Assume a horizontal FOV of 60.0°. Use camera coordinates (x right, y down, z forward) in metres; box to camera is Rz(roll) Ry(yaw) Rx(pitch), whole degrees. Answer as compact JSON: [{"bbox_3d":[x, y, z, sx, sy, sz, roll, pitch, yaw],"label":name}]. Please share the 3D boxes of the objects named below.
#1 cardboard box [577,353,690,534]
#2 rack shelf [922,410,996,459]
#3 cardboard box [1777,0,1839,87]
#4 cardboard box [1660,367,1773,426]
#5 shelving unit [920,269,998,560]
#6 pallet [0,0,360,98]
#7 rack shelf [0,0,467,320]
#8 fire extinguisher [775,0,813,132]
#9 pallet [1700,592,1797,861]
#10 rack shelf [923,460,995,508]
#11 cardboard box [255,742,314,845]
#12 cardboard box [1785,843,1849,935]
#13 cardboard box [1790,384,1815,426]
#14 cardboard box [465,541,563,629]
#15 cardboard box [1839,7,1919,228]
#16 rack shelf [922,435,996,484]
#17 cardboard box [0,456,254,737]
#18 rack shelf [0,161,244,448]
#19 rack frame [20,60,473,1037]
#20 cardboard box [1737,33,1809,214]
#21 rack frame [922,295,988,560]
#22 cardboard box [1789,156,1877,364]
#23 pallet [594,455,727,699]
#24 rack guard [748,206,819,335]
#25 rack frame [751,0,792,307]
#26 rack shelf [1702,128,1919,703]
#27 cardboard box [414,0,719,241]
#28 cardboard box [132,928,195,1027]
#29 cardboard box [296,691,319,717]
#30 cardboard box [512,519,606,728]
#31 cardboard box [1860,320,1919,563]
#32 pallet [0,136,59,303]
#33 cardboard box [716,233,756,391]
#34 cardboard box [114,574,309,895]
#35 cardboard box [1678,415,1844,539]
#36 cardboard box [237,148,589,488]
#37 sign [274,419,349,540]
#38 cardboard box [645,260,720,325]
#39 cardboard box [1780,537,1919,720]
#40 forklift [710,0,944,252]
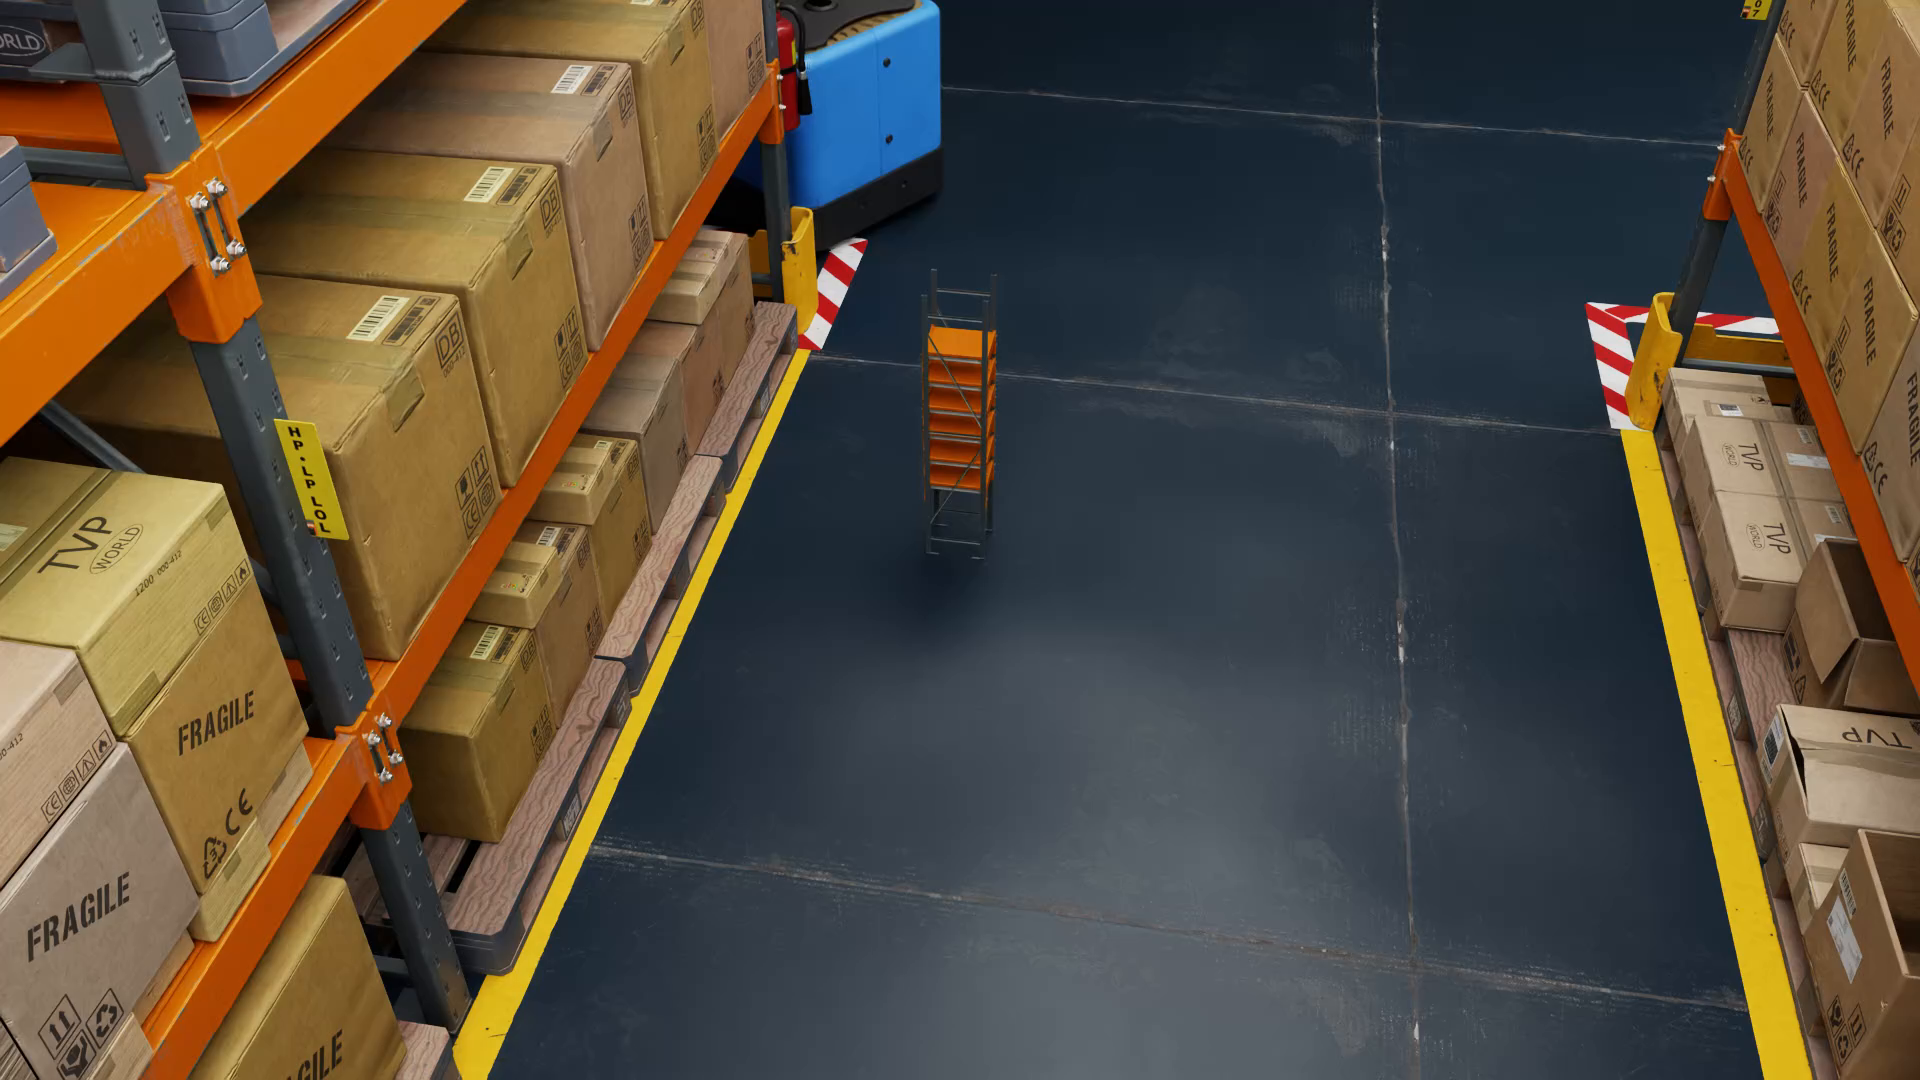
[{"bbox_3d":[-1.487,-0.398,6.510,0.700,0.500,0.500,5,40,6],"label":"cardboard box"},{"bbox_3d":[-0.002,-0.419,6.385,0.258,0.103,0.180,6,40,8],"label":"rack shelf"},{"bbox_3d":[3.252,-1.911,5.844,0.500,0.500,0.500,8,40,9],"label":"cardboard box"},{"bbox_3d":[3.178,-0.582,6.992,0.380,0.149,0.250,6,40,8],"label":"cardboard box"},{"bbox_3d":[-0.002,-0.453,6.357,0.258,1.200,0.189,6,40,8],"label":"shelving unit"},{"bbox_3d":[-1.831,-1.404,3.809,1.003,0.211,1.213,6,40,8],"label":"pallet"},{"bbox_3d":[-1.637,-1.904,4.909,1.077,0.370,4.000,6,40,8],"label":"rack shelf"},{"bbox_3d":[-0.810,-2.150,7.350,0.296,0.674,0.183,6,40,8],"label":"fire extinguisher"},{"bbox_3d":[3.225,0.650,5.798,1.003,0.211,1.213,6,40,8],"label":"pallet"},{"bbox_3d":[-0.002,-0.234,6.538,0.258,0.103,0.180,6,40,8],"label":"rack shelf"},{"bbox_3d":[-1.763,0.563,3.897,0.380,0.149,0.250,7,40,8],"label":"cardboard box"},{"bbox_3d":[2.721,1.073,4.991,0.380,0.149,0.250,6,40,8],"label":"cardboard box"},{"bbox_3d":[3.737,-0.574,6.707,0.500,0.500,0.500,6,40,8],"label":"cardboard box"},{"bbox_3d":[-1.514,0.129,5.363,0.380,0.149,0.250,8,40,9],"label":"cardboard box"},{"bbox_3d":[3.078,-1.268,5.067,0.500,0.500,0.500,7,40,8],"label":"cardboard box"},{"bbox_3d":[-0.002,-0.327,6.461,0.258,0.103,0.180,6,40,8],"label":"rack shelf"},{"bbox_3d":[-1.812,0.102,3.357,0.500,0.250,0.500,7,40,9],"label":"cardboard box"},{"bbox_3d":[-2.329,0.607,1.873,1.077,0.370,4.000,6,40,8],"label":"rack shelf"},{"bbox_3d":[-1.983,0.230,4.117,1.000,3.000,0.127,6,40,8],"label":"rack frame"},{"bbox_3d":[3.252,-1.525,6.162,0.500,0.500,0.500,7,40,9],"label":"cardboard box"},{"bbox_3d":[-0.018,-0.396,6.287,0.240,1.200,0.006,6,40,8],"label":"rack frame"},{"bbox_3d":[3.078,-0.886,5.389,0.500,0.500,0.500,6,40,8],"label":"cardboard box"},{"bbox_3d":[-1.566,0.069,6.501,1.003,0.211,1.213,6,40,8],"label":"pallet"},{"bbox_3d":[-1.287,-1.332,7.968,1.175,0.500,0.348,6,40,8],"label":"rack guard"},{"bbox_3d":[-1.291,-2.280,7.154,1.000,3.000,0.127,6,40,8],"label":"rack frame"},{"bbox_3d":[3.242,-0.204,5.207,1.077,0.370,4.000,6,40,8],"label":"rack shelf"},{"bbox_3d":[-1.484,-1.617,6.116,0.980,0.700,0.700,6,40,7],"label":"cardboard box"},{"bbox_3d":[-1.873,0.881,3.511,0.380,0.149,0.250,8,40,9],"label":"cardboard box"},{"bbox_3d":[-1.974,0.393,5.044,0.380,0.149,0.250,6,40,7],"label":"cardboard box"},{"bbox_3d":[-1.663,0.259,5.715,0.700,0.500,0.500,6,40,7],"label":"cardboard box"},{"bbox_3d":[2.905,-0.253,4.623,0.500,0.500,0.500,7,40,9],"label":"cardboard box"},{"bbox_3d":[-2.093,-0.271,2.520,0.805,0.209,1.217,5,40,6],"label":"pallet"},{"bbox_3d":[-1.314,-1.028,7.272,0.700,0.500,0.500,6,40,8],"label":"cardboard box"},{"bbox_3d":[-1.815,0.387,3.600,0.500,0.500,0.500,6,40,7],"label":"cardboard box"},{"bbox_3d":[3.129,-0.222,6.477,0.500,0.250,0.500,6,40,8],"label":"cardboard box"},{"bbox_3d":[-1.742,-0.681,4.985,0.980,0.700,0.700,5,40,7],"label":"cardboard box"},{"bbox_3d":[-1.447,-0.132,3.709,0.100,0.325,0.005,6,40,8],"label":"sign"},{"bbox_3d":[-1.200,-1.017,6.749,0.380,0.149,0.250,7,40,9],"label":"cardboard box"},{"bbox_3d":[3.216,0.387,5.542,0.797,0.503,0.637,6,40,8],"label":"cardboard box"},{"bbox_3d":[-1.519,-3.393,8.553,3.031,2.935,1.130,30,48,31],"label":"forklift"}]
